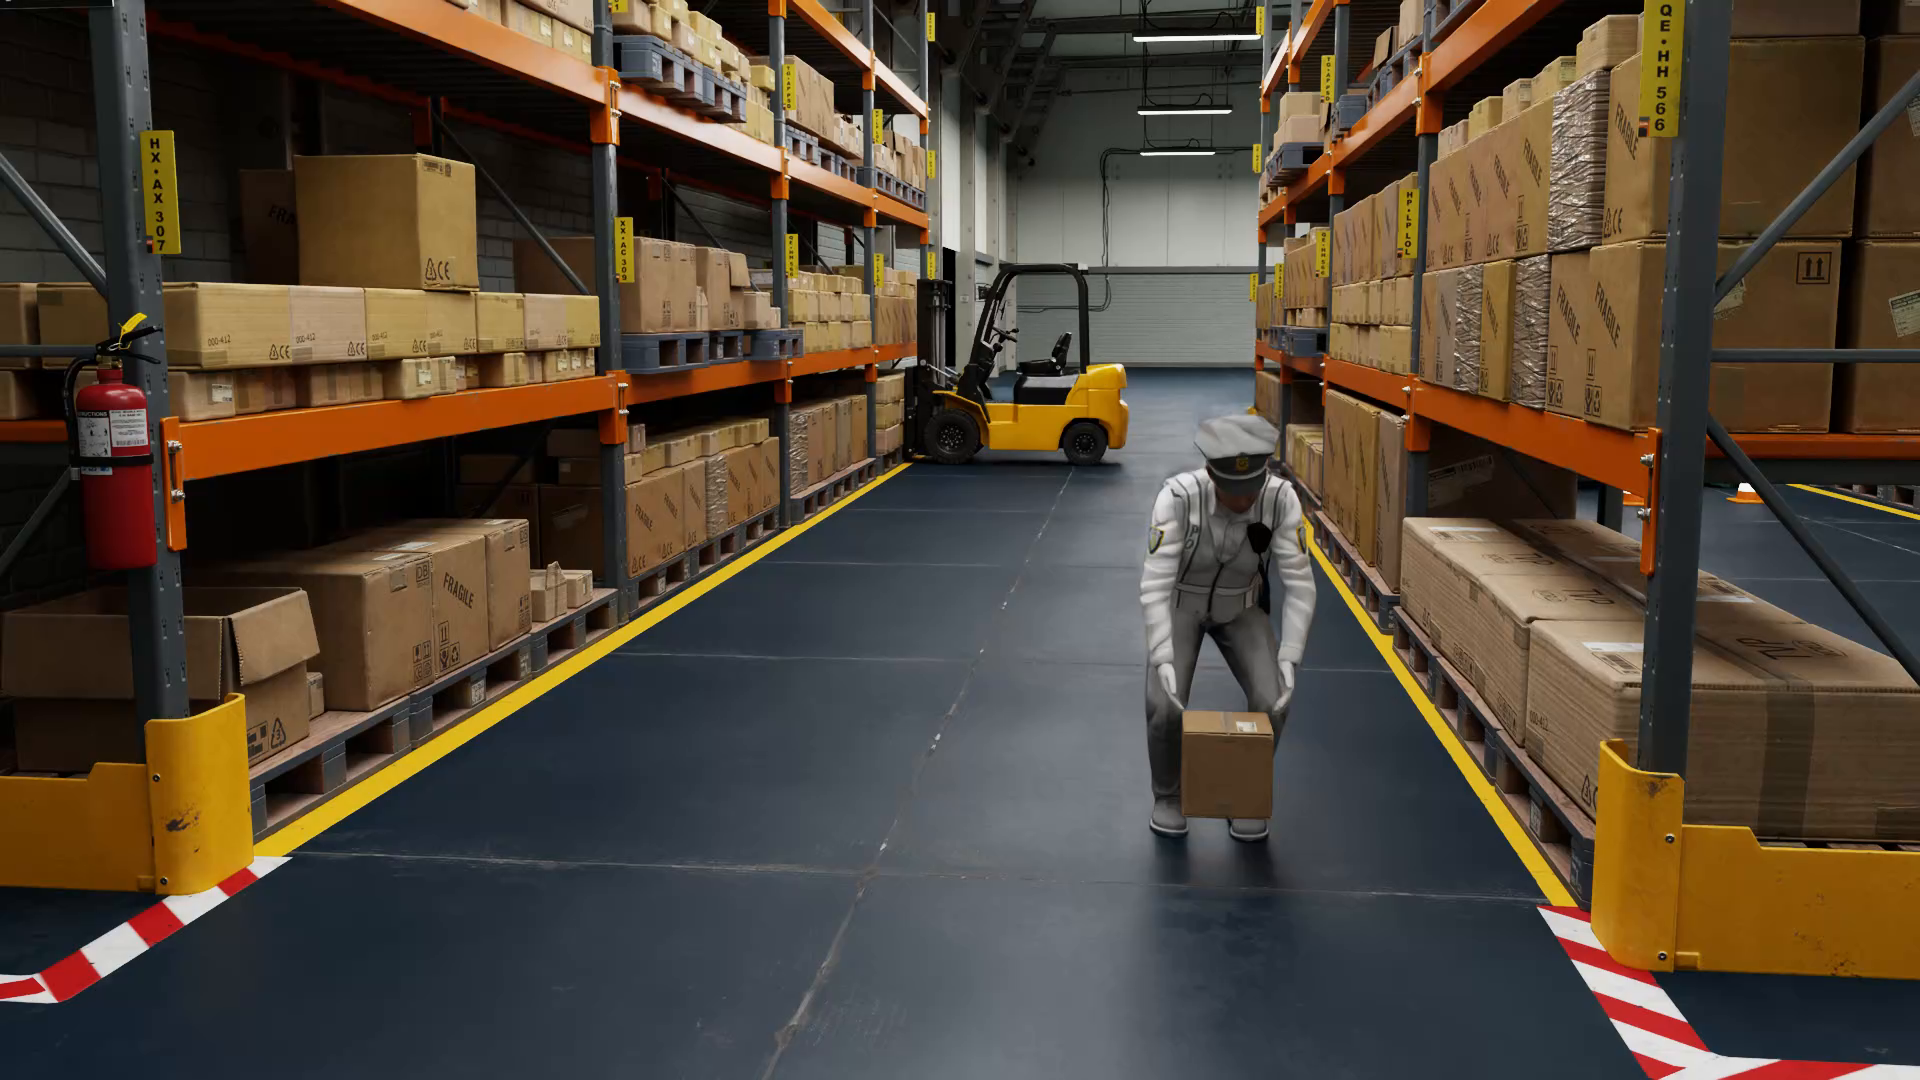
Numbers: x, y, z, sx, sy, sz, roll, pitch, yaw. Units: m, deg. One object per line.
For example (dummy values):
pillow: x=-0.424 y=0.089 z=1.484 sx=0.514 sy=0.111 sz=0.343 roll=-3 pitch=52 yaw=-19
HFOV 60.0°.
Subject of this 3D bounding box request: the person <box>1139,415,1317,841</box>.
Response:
person: x=0.817 y=0.267 z=5.129 sx=0.534 sy=1.322 sz=0.736 roll=1 pitch=8 yaw=4
